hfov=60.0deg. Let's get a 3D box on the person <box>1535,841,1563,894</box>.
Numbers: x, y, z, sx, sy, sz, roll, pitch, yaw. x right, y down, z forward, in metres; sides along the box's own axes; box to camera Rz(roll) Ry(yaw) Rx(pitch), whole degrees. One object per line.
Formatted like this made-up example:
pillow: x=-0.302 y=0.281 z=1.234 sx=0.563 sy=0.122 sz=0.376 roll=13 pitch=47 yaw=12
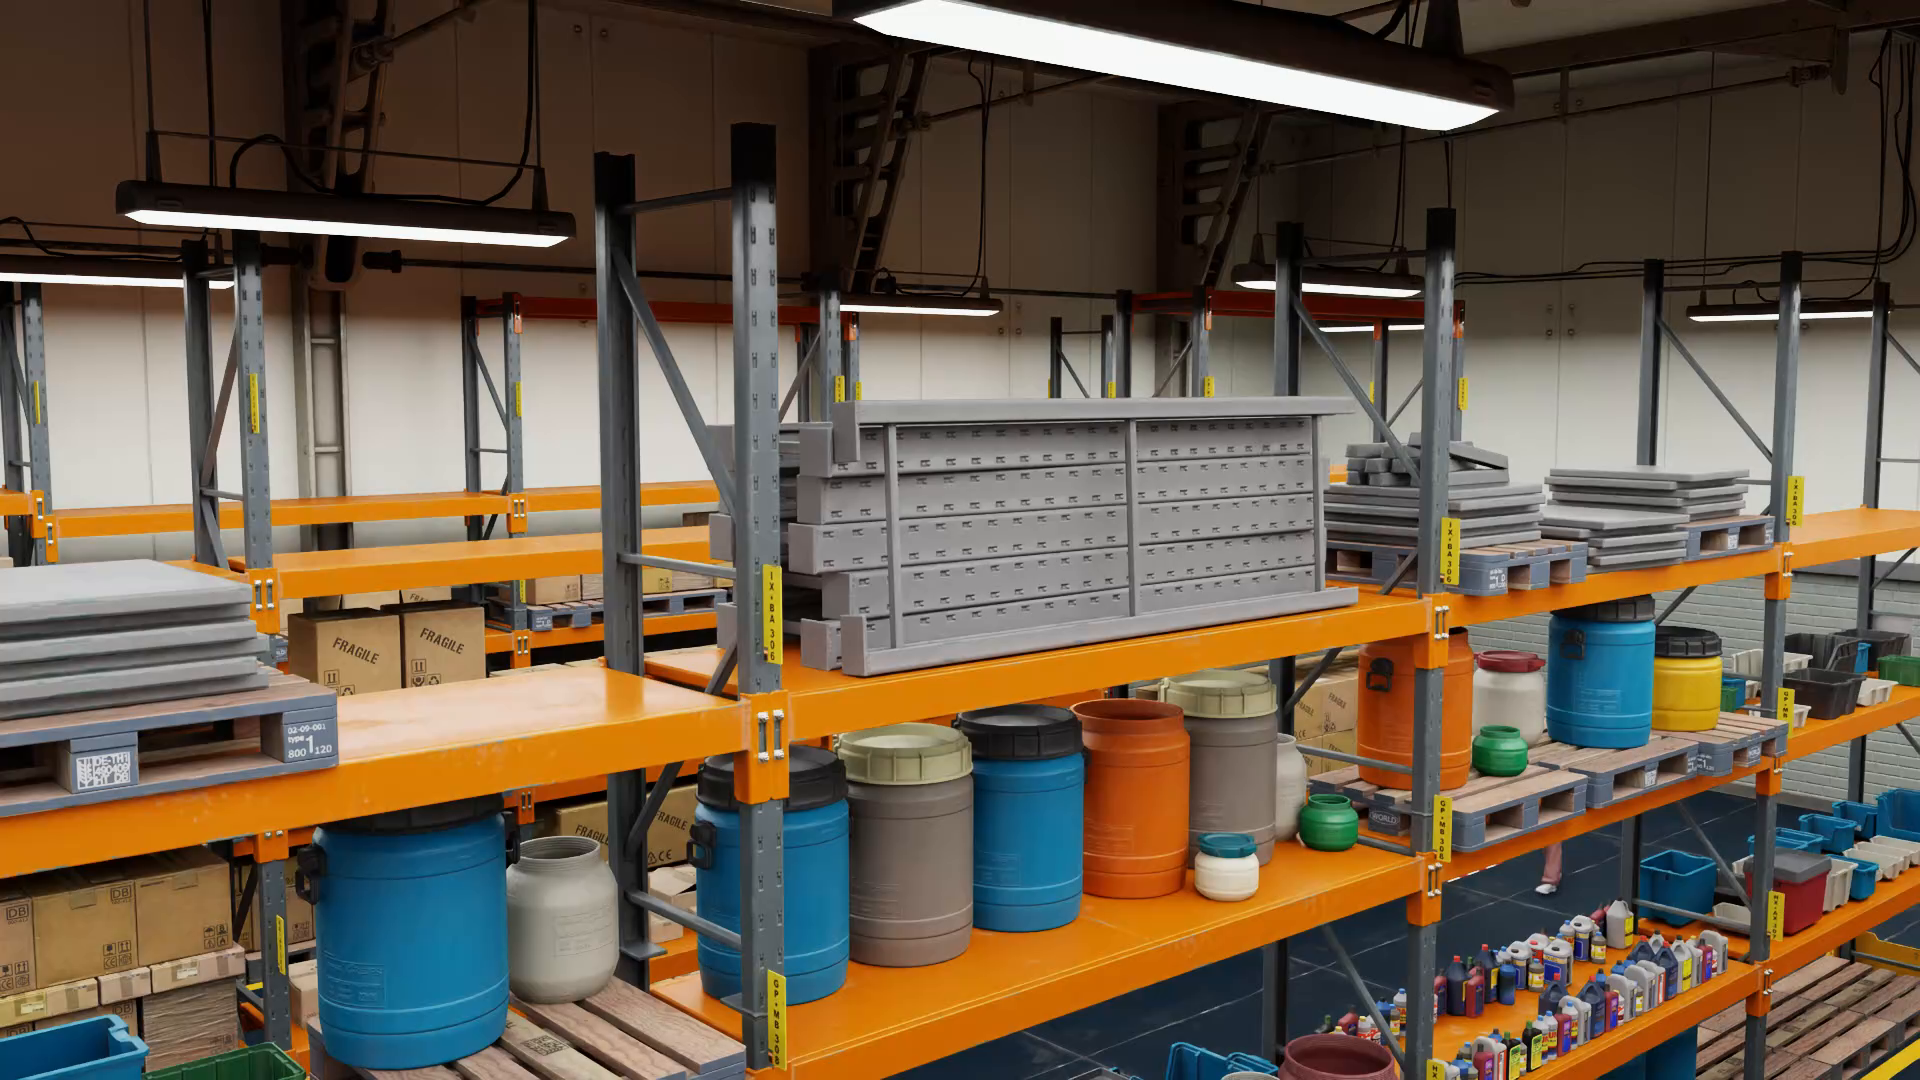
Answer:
person: x=6.018 y=2.741 z=17.065 sx=0.701 sy=1.632 sz=0.578 roll=-3 pitch=6 yaw=-29
